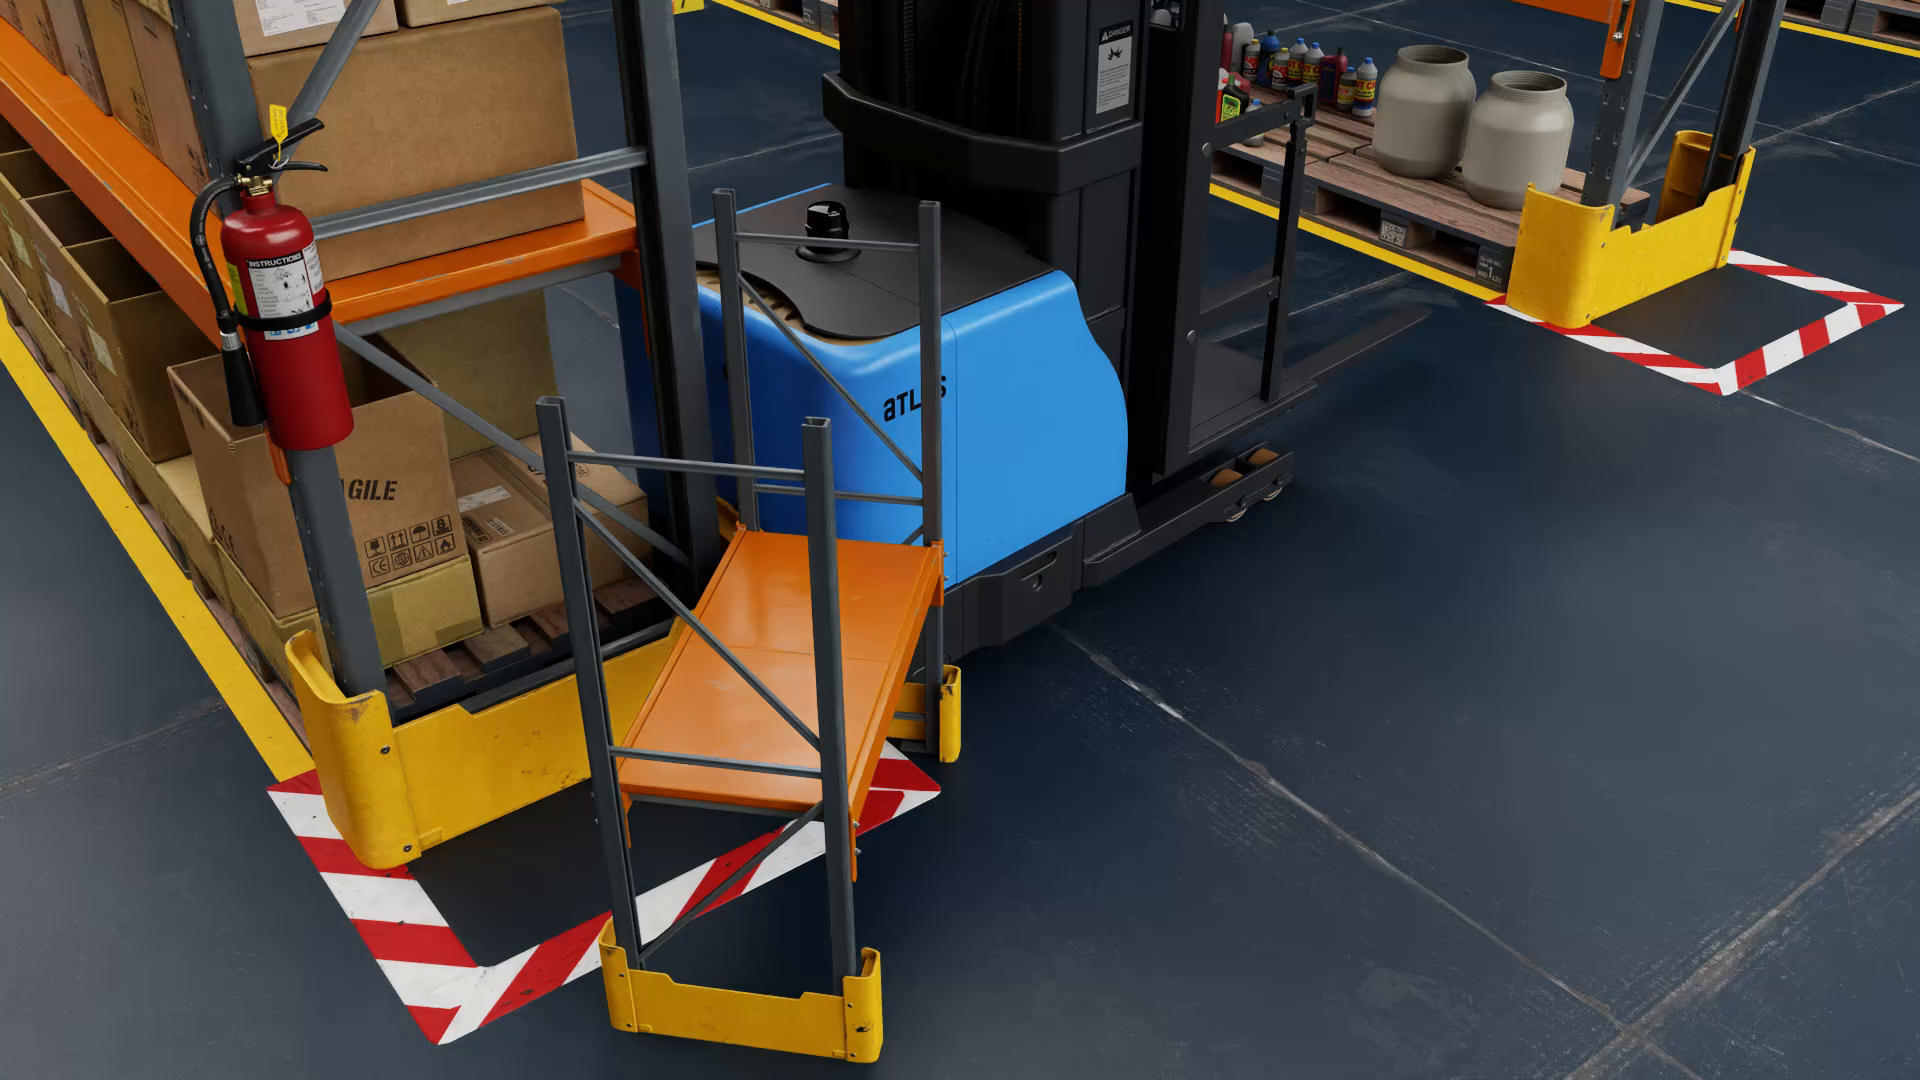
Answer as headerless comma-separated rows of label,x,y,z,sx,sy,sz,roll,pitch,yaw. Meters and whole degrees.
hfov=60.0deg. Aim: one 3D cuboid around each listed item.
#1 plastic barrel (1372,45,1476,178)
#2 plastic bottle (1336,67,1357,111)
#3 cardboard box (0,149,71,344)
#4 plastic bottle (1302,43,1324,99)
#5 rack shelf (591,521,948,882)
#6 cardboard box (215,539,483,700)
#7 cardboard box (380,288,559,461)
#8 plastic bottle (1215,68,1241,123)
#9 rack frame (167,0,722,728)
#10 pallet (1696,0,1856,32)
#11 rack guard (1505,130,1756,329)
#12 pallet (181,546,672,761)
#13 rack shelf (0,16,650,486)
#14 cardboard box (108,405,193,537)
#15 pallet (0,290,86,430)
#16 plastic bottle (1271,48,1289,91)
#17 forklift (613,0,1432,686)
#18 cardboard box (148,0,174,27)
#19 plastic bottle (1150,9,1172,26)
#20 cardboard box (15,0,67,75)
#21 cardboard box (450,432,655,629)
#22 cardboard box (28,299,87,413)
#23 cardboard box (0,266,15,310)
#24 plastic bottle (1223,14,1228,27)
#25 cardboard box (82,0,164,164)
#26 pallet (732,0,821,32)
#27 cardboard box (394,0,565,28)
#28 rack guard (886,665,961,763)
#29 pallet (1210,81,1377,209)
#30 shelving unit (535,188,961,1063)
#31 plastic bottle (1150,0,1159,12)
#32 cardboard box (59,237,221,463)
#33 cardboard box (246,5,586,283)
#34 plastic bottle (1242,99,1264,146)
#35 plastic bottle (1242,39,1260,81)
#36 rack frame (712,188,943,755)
plastic barrel,2.084,-1.923,7.463,0.421,0.512,0.421,0,32,0
plastic bottle,1.926,-2.240,8.249,0.097,0.201,0.097,0,32,0
cardboard box,-2.862,-1.026,5.557,0.500,0.500,0.500,-22,38,-31
plastic bottle,1.780,-2.370,8.391,0.097,0.271,0.097,0,32,0
rack shelf,-0.376,0.312,3.667,0.538,0.185,1.000,5,32,8
cardboard box,-1.622,0.120,4.422,0.500,0.250,0.500,-22,38,-31
cardboard box,-1.521,-0.574,4.828,0.500,0.500,0.500,-22,38,-31
plastic bottle,1.250,-2.110,7.969,0.152,0.276,0.135,-22,38,-31
rack frame,-1.060,-0.742,3.601,1.000,3.000,0.127,-22,38,-31
pallet,5.507,-3.650,10.927,1.003,0.211,1.213,-22,38,-31
rack guard,2.772,-1.297,6.865,1.175,0.500,0.348,-22,38,-31
pallet,-1.562,0.138,4.828,1.003,0.211,1.213,-22,38,-31
rack shelf,-2.286,-1.270,5.133,1.077,0.370,4.000,-22,38,-31
cardboard box,-2.246,-0.292,5.085,0.500,0.250,0.500,-22,38,-31
pallet,-3.058,-0.879,6.465,1.003,0.211,1.213,-22,38,-31
plastic bottle,1.658,-2.423,8.544,0.097,0.201,0.097,0,32,0
forklift,0.449,-1.478,4.852,3.031,2.935,1.130,-27,41,-37
cardboard box,-1.606,-1.266,3.736,0.380,0.149,0.250,-21,38,-30
plastic bottle,1.041,-2.726,8.961,0.152,0.276,0.135,-22,38,-31
cardboard box,-2.602,-1.840,5.275,0.700,0.500,0.500,-22,38,-31
cardboard box,-1.213,-0.047,4.691,0.500,0.250,0.500,-22,38,-31
cardboard box,-2.862,-0.708,5.754,0.500,0.250,0.500,-22,38,-31
cardboard box,-3.468,-1.128,6.431,0.500,0.250,0.500,-22,38,-31
plastic bottle,1.341,-2.682,8.818,0.144,0.351,0.185,-23,38,-32
cardboard box,-1.961,-1.409,4.581,0.700,0.500,0.500,-22,38,-31
pallet,-0.862,-3.649,10.925,1.003,0.211,1.213,-22,38,-31
cardboard box,-1.130,-1.293,3.779,0.380,0.149,0.250,-23,38,-32
rack guard,-0.292,0.426,4.326,0.587,0.250,0.087,5,32,8
pallet,1.534,-2.023,8.307,1.003,0.211,1.213,-22,38,-31
shelving unit,-0.374,0.155,3.579,0.587,1.500,1.083,5,32,8
plastic bottle,1.025,-2.896,9.164,0.144,0.351,0.185,-23,39,-33
cardboard box,-2.248,-0.610,4.886,0.500,0.500,0.500,-22,38,-31
cardboard box,-1.336,-0.983,3.895,0.700,0.500,0.500,-22,38,-31
plastic bottle,1.383,-1.964,7.805,0.097,0.201,0.097,0,32,0
plastic bottle,1.532,-2.509,8.681,0.097,0.201,0.097,0,32,0
rack frame,-0.291,-0.105,3.998,0.500,1.500,0.032,5,32,8
